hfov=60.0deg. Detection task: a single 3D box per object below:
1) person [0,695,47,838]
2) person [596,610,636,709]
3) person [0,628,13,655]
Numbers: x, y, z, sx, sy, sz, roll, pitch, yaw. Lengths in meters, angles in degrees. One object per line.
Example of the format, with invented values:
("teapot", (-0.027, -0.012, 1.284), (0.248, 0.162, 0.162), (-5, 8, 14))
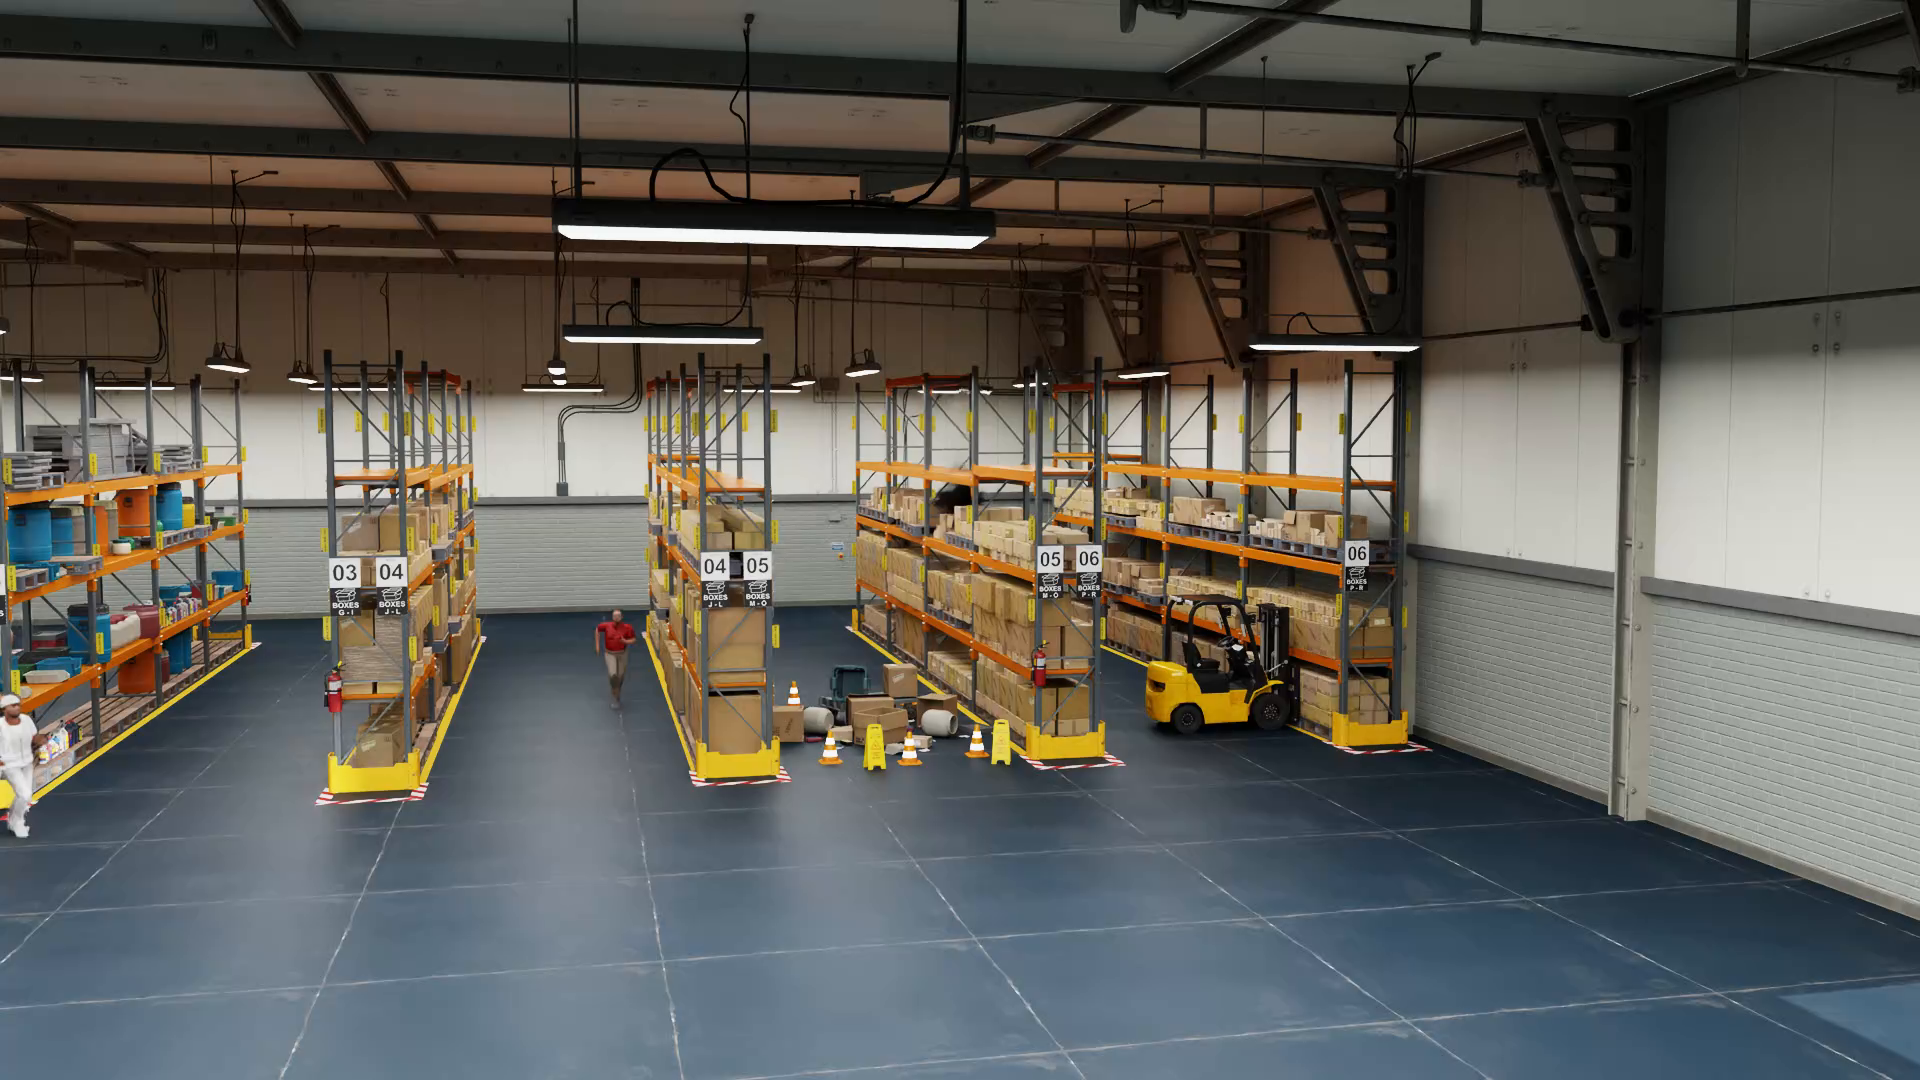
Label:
("person", (-11.408, 2.745, 20.076), (0.697, 1.777, 0.699), (1, 4, 20))
("person", (-6.105, 2.106, 29.513), (0.679, 1.776, 0.873), (-1, 4, -16))
("person", (-17.057, 2.100, 29.218), (0.640, 1.852, 0.795), (-1, 4, -13))
